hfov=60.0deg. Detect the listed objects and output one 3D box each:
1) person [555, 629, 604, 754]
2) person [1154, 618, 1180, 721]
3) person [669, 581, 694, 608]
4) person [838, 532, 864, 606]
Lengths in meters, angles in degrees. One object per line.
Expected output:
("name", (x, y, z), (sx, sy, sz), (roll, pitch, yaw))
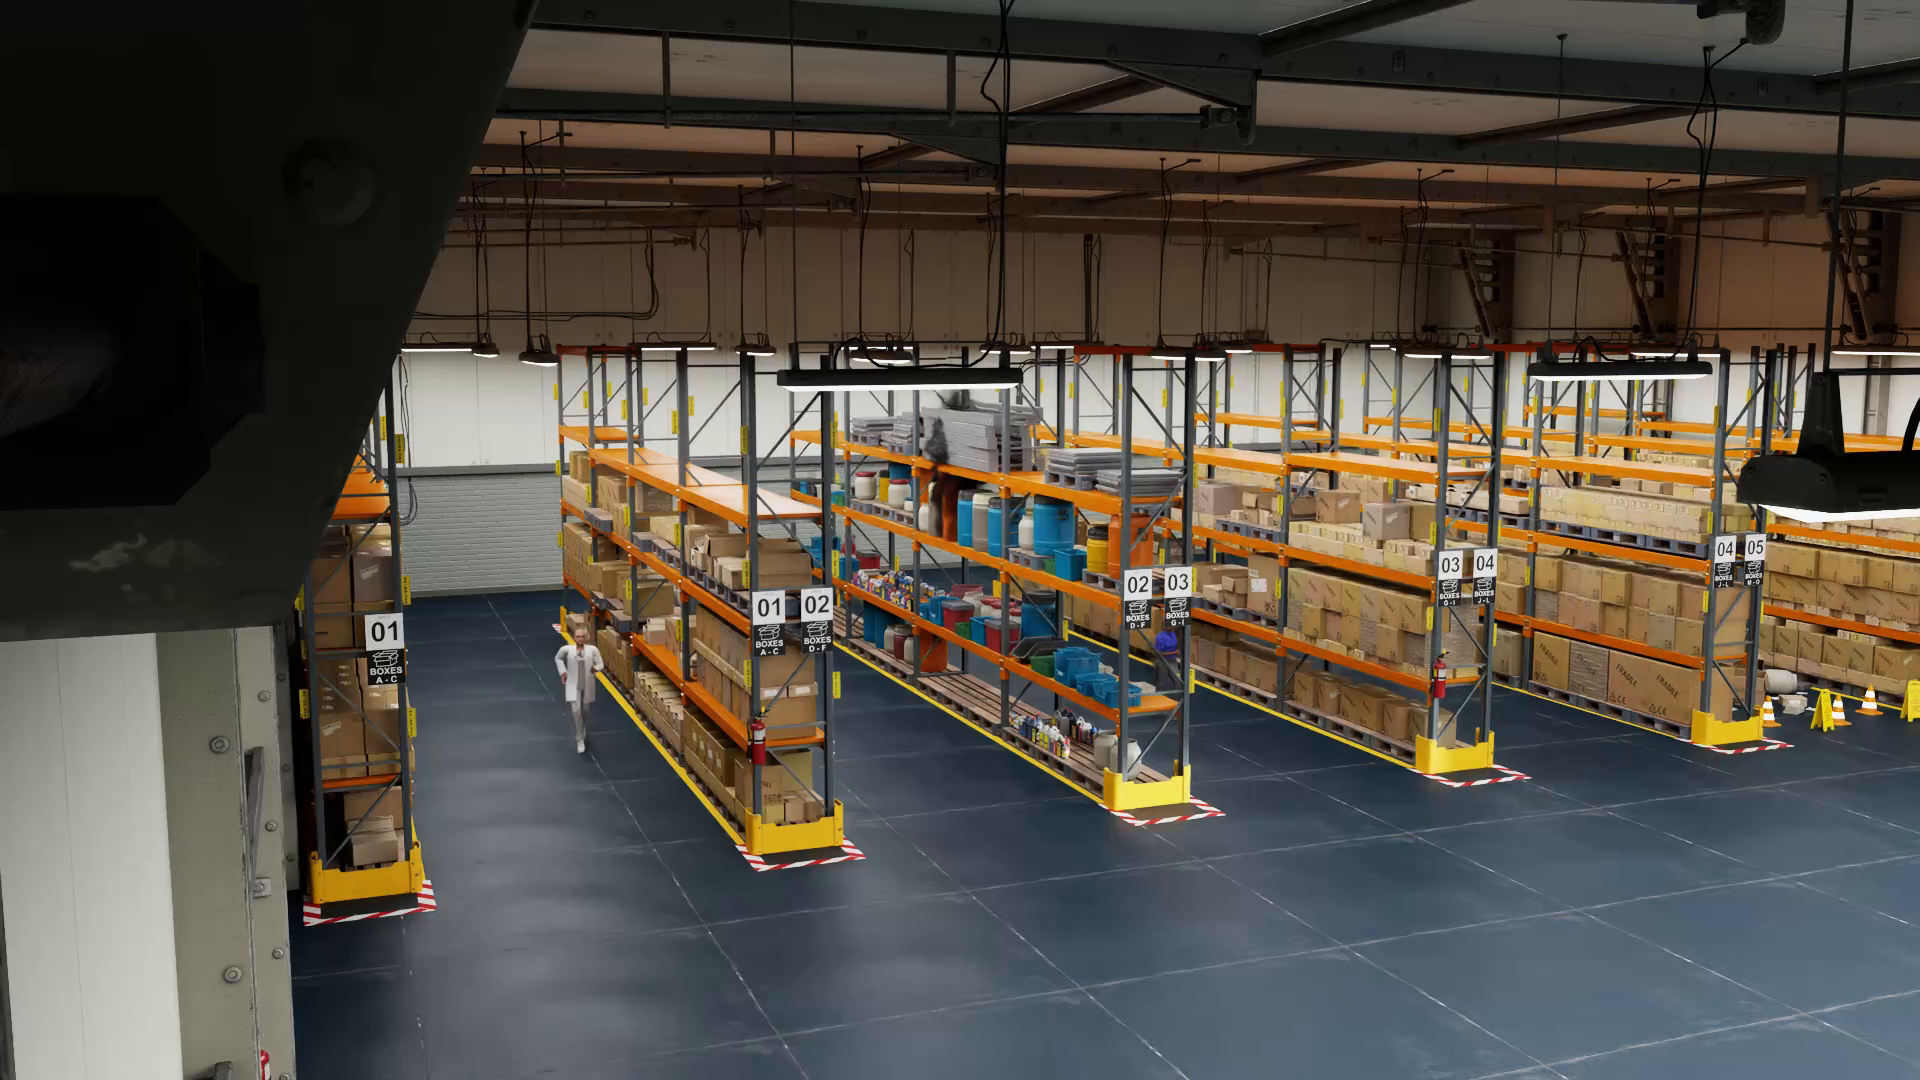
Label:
("person", (-5.754, 2.238, 25.231), (0.705, 1.802, 1.046), (-3, 8, -19))
("person", (3.361, 2.100, 27.037), (0.540, 1.747, 0.786), (-5, 9, -32))
("person", (-5.986, 1.052, 35.420), (0.687, 1.585, 0.537), (-5, 9, -36))
("person", (-2.500, 0.672, 37.823), (0.906, 1.734, 0.671), (2, 8, 15))
